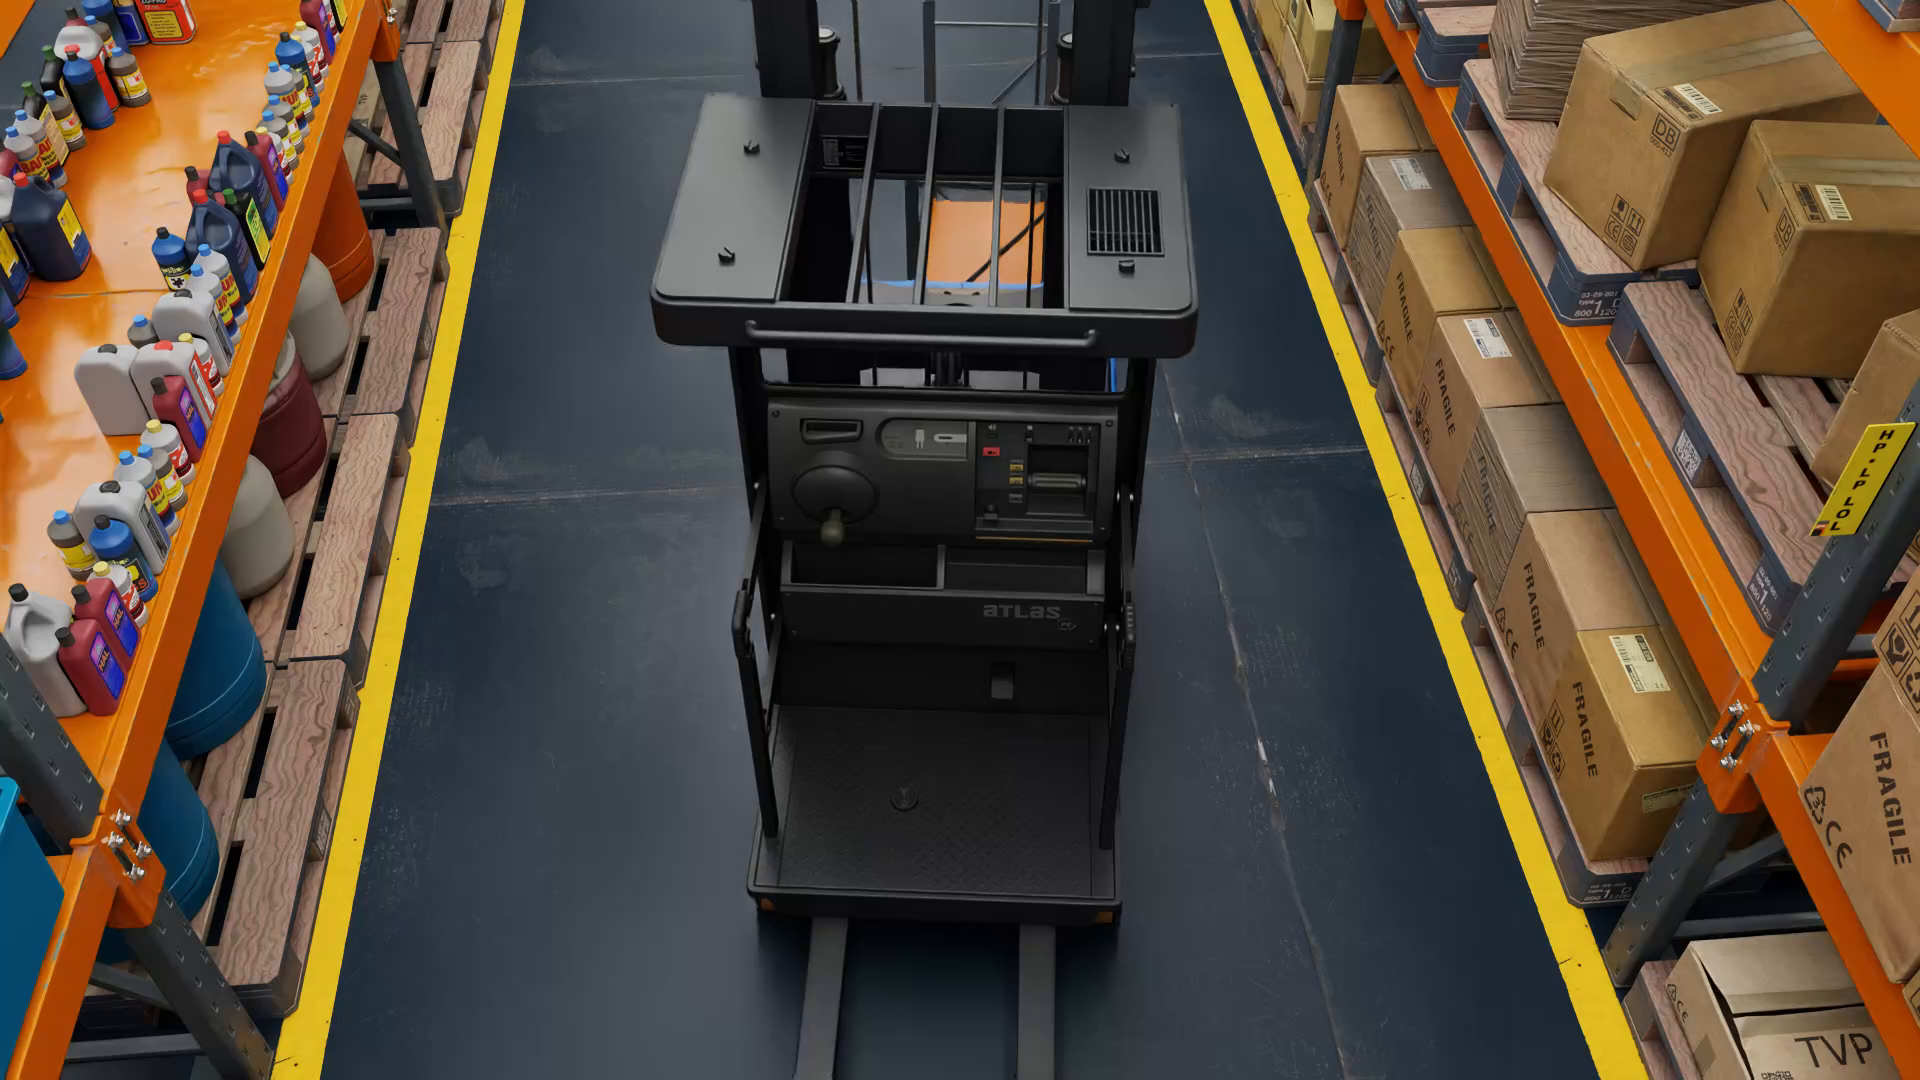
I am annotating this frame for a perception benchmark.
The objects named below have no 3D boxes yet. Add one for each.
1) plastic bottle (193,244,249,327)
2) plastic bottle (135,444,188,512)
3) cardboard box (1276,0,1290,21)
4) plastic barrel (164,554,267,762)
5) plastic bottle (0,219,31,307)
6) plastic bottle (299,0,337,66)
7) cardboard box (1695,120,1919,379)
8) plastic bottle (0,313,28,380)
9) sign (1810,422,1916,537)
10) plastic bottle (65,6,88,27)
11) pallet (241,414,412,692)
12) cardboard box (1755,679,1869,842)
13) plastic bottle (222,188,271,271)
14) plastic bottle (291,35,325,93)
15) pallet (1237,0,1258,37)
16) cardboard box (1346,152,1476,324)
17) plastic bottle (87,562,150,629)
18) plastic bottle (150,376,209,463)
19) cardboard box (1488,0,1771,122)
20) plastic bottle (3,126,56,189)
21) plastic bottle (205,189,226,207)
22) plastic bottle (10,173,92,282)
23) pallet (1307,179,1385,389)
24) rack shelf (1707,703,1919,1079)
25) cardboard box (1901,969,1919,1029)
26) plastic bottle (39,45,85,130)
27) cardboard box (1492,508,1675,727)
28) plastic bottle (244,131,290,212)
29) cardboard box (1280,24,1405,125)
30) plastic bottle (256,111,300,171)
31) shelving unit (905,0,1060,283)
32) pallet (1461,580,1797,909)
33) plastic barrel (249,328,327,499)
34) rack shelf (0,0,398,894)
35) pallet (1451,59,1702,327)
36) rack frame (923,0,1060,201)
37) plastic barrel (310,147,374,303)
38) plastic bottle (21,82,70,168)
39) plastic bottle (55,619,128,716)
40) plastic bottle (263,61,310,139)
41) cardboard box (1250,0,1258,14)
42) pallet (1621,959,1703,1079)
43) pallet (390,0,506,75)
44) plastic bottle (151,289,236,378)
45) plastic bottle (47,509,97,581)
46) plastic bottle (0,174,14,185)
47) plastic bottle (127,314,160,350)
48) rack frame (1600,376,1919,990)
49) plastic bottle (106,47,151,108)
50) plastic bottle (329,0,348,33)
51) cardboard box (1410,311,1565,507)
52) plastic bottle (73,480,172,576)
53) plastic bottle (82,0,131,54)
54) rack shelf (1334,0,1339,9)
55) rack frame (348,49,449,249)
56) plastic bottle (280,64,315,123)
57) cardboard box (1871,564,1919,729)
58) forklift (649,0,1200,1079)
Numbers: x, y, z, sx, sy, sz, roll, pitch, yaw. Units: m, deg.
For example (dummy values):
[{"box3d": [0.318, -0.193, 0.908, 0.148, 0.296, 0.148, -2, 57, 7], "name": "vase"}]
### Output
[{"box3d": [-2.232, -0.771, 5.003, 0.097, 0.271, 0.097, 0, 47, 0], "name": "plastic bottle"}, {"box3d": [-2.166, -0.174, 4.485, 0.097, 0.201, 0.097, 0, 47, 0], "name": "plastic bottle"}, {"box3d": [1.777, -2.787, 8.042, 0.500, 0.311, 0.500, -4, 47, -4], "name": "cardboard box"}, {"box3d": [-2.573, 0.207, 5.144, 0.600, 0.901, 0.708, -3, 47, -3], "name": "plastic barrel"}, {"box3d": [-2.981, -0.888, 5.059, 0.144, 0.351, 0.185, -3, 47, -3], "name": "plastic bottle"}, {"box3d": [-2.342, -1.883, 6.048, 0.061, 0.283, 0.133, -3, 47, -3], "name": "plastic bottle"}, {"box3d": [2.513, -0.790, 4.575, 0.700, 0.500, 0.500, 3, 47, 3], "name": "cardboard box"}, {"box3d": [-2.821, -0.600, 4.841, 0.097, 0.271, 0.097, 0, 47, 0], "name": "plastic bottle"}, {"box3d": [1.898, -0.123, 3.503, 0.100, 0.325, 0.005, -3, 47, -3], "name": "sign"}, {"box3d": [-3.124, -1.744, 5.916, 0.061, 0.283, 0.133, -3, 47, -3], "name": "plastic bottle"}, {"box3d": [-2.614, 0.050, 6.057, 1.003, 0.211, 1.213, -3, 47, -3], "name": "pallet"}, {"box3d": [2.653, 0.582, 5.052, 0.500, 0.500, 0.500, -5, 47, -5], "name": "cardboard box"}, {"box3d": [-2.239, -0.993, 5.205, 0.061, 0.283, 0.133, -3, 47, -3], "name": "plastic bottle"}, {"box3d": [-2.342, -1.700, 5.931, 0.097, 0.201, 0.097, 0, 47, 0], "name": "plastic bottle"}, {"box3d": [1.987, -3.175, 9.112, 1.003, 0.211, 1.213, -3, 47, -3], "name": "pallet"}, {"box3d": [1.919, -1.222, 6.760, 0.500, 0.500, 0.500, -5, 47, -5], "name": "cardboard box"}, {"box3d": [-2.130, 0.135, 4.193, 0.097, 0.201, 0.097, 0, 47, 0], "name": "plastic bottle"}, {"box3d": [-2.165, -0.357, 4.602, 0.061, 0.283, 0.133, -3, 47, -3], "name": "plastic bottle"}, {"box3d": [2.167, -1.712, 5.448, 0.700, 0.500, 0.500, 4, 47, 4], "name": "cardboard box"}, {"box3d": [-3.046, -1.226, 5.434, 0.097, 0.271, 0.097, 0, 47, 0], "name": "plastic bottle"}, {"box3d": [-2.300, -0.990, 5.202, 0.061, 0.283, 0.133, -3, 47, -3], "name": "plastic bottle"}, {"box3d": [-2.840, -0.995, 5.160, 0.144, 0.351, 0.185, -3, 47, -3], "name": "plastic bottle"}, {"box3d": [2.141, -1.154, 7.198, 1.003, 0.211, 1.213, -3, 47, -3], "name": "pallet"}, {"box3d": [2.618, 1.933, 2.849, 1.077, 0.370, 4.000, -3, 47, -3], "name": "rack shelf"}, {"box3d": [2.268, 0.960, 3.206, 0.500, 0.500, 0.500, -3, 47, -3], "name": "cardboard box"}, {"box3d": [-3.102, -1.550, 5.732, 0.061, 0.283, 0.133, -3, 47, -3], "name": "plastic bottle"}, {"box3d": [2.091, 0.249, 5.367, 0.500, 0.500, 0.500, -3, 47, -3], "name": "cardboard box"}, {"box3d": [-2.266, -1.223, 5.423, 0.061, 0.283, 0.133, -3, 47, -3], "name": "plastic bottle"}, {"box3d": [1.829, -2.220, 7.891, 0.500, 0.250, 0.500, -2, 47, -2], "name": "cardboard box"}, {"box3d": [-2.302, -1.348, 5.598, 0.097, 0.201, 0.097, 0, 47, 0], "name": "plastic bottle"}, {"box3d": [0.093, -1.075, 6.235, 0.587, 1.500, 1.083, 2, 47, 2], "name": "shelving unit"}, {"box3d": [2.345, 0.611, 5.526, 1.003, 0.211, 1.213, -3, 47, -3], "name": "pallet"}, {"box3d": [-2.668, -0.502, 6.032, 0.600, 0.588, 0.708, -3, 47, -3], "name": "plastic barrel"}, {"box3d": [-2.653, -0.663, 5.307, 1.077, 0.370, 4.000, -3, 47, -3], "name": "rack shelf"}, {"box3d": [2.283, -1.183, 5.437, 1.003, 0.211, 1.213, -3, 47, -3], "name": "pallet"}, {"box3d": [0.115, -1.450, 6.591, 0.500, 1.500, 0.032, 2, 47, 2], "name": "rack frame"}, {"box3d": [-2.762, -1.403, 6.718, 0.600, 0.830, 0.708, -3, 47, -3], "name": "plastic barrel"}, {"box3d": [-3.082, -1.383, 5.574, 0.061, 0.283, 0.133, -3, 47, -3], "name": "plastic bottle"}, {"box3d": [-2.091, 0.286, 3.994, 0.061, 0.283, 0.133, -3, 47, -3], "name": "plastic bottle"}, {"box3d": [-2.318, -1.513, 5.706, 0.097, 0.271, 0.097, 0, 47, 0], "name": "plastic bottle"}, {"box3d": [1.743, -2.957, 8.589, 0.500, 0.250, 0.500, -3, 47, -2], "name": "cardboard box"}, {"box3d": [2.507, 1.694, 4.500, 1.003, 0.211, 1.213, -3, 47, -3], "name": "pallet"}, {"box3d": [-2.945, -2.842, 8.796, 1.003, 0.211, 1.213, -3, 47, -3], "name": "pallet"}, {"box3d": [-2.241, -0.616, 4.853, 0.152, 0.276, 0.135, -3, 47, -3], "name": "plastic bottle"}, {"box3d": [-2.298, 0.003, 4.318, 0.097, 0.201, 0.097, 0, 47, 0], "name": "plastic bottle"}, {"box3d": [-3.027, -1.059, 5.276, 0.097, 0.271, 0.097, 0, 47, 0], "name": "plastic bottle"}, {"box3d": [-2.364, -0.570, 4.860, 0.097, 0.201, 0.097, 0, 47, 0], "name": "plastic bottle"}, {"box3d": [2.451, 0.238, 3.958, 1.000, 3.000, 0.127, -3, 47, -3], "name": "rack frame"}, {"box3d": [-2.945, -1.643, 5.876, 0.097, 0.201, 0.097, 0, 47, 0], "name": "plastic bottle"}, {"box3d": [-2.361, -2.050, 6.206, 0.061, 0.283, 0.133, -3, 47, -3], "name": "plastic bottle"}, {"box3d": [2.005, -0.482, 6.059, 0.500, 0.500, 0.500, -5, 47, -5], "name": "cardboard box"}, {"box3d": [-2.175, -0.043, 4.311, 0.152, 0.276, 0.135, -3, 47, -3], "name": "plastic bottle"}, {"box3d": [-3.124, -1.895, 6.067, 0.097, 0.271, 0.097, 0, 47, 0], "name": "plastic bottle"}, {"box3d": [1.949, -3.855, 8.331, 1.077, 0.370, 4.000, -3, 47, -3], "name": "rack shelf"}, {"box3d": [-2.820, -2.357, 6.417, 1.000, 3.000, 0.127, -3, 47, -3], "name": "rack frame"}, {"box3d": [-2.326, -1.559, 5.798, 0.097, 0.201, 0.097, 0, 47, 0], "name": "plastic bottle"}, {"box3d": [2.210, 0.218, 3.220, 0.500, 0.500, 0.500, -2, 47, -2], "name": "cardboard box"}, {"box3d": [-0.055, -0.077, 4.304, 1.130, 2.935, 3.031, 2, 47, 2], "name": "forklift"}]
